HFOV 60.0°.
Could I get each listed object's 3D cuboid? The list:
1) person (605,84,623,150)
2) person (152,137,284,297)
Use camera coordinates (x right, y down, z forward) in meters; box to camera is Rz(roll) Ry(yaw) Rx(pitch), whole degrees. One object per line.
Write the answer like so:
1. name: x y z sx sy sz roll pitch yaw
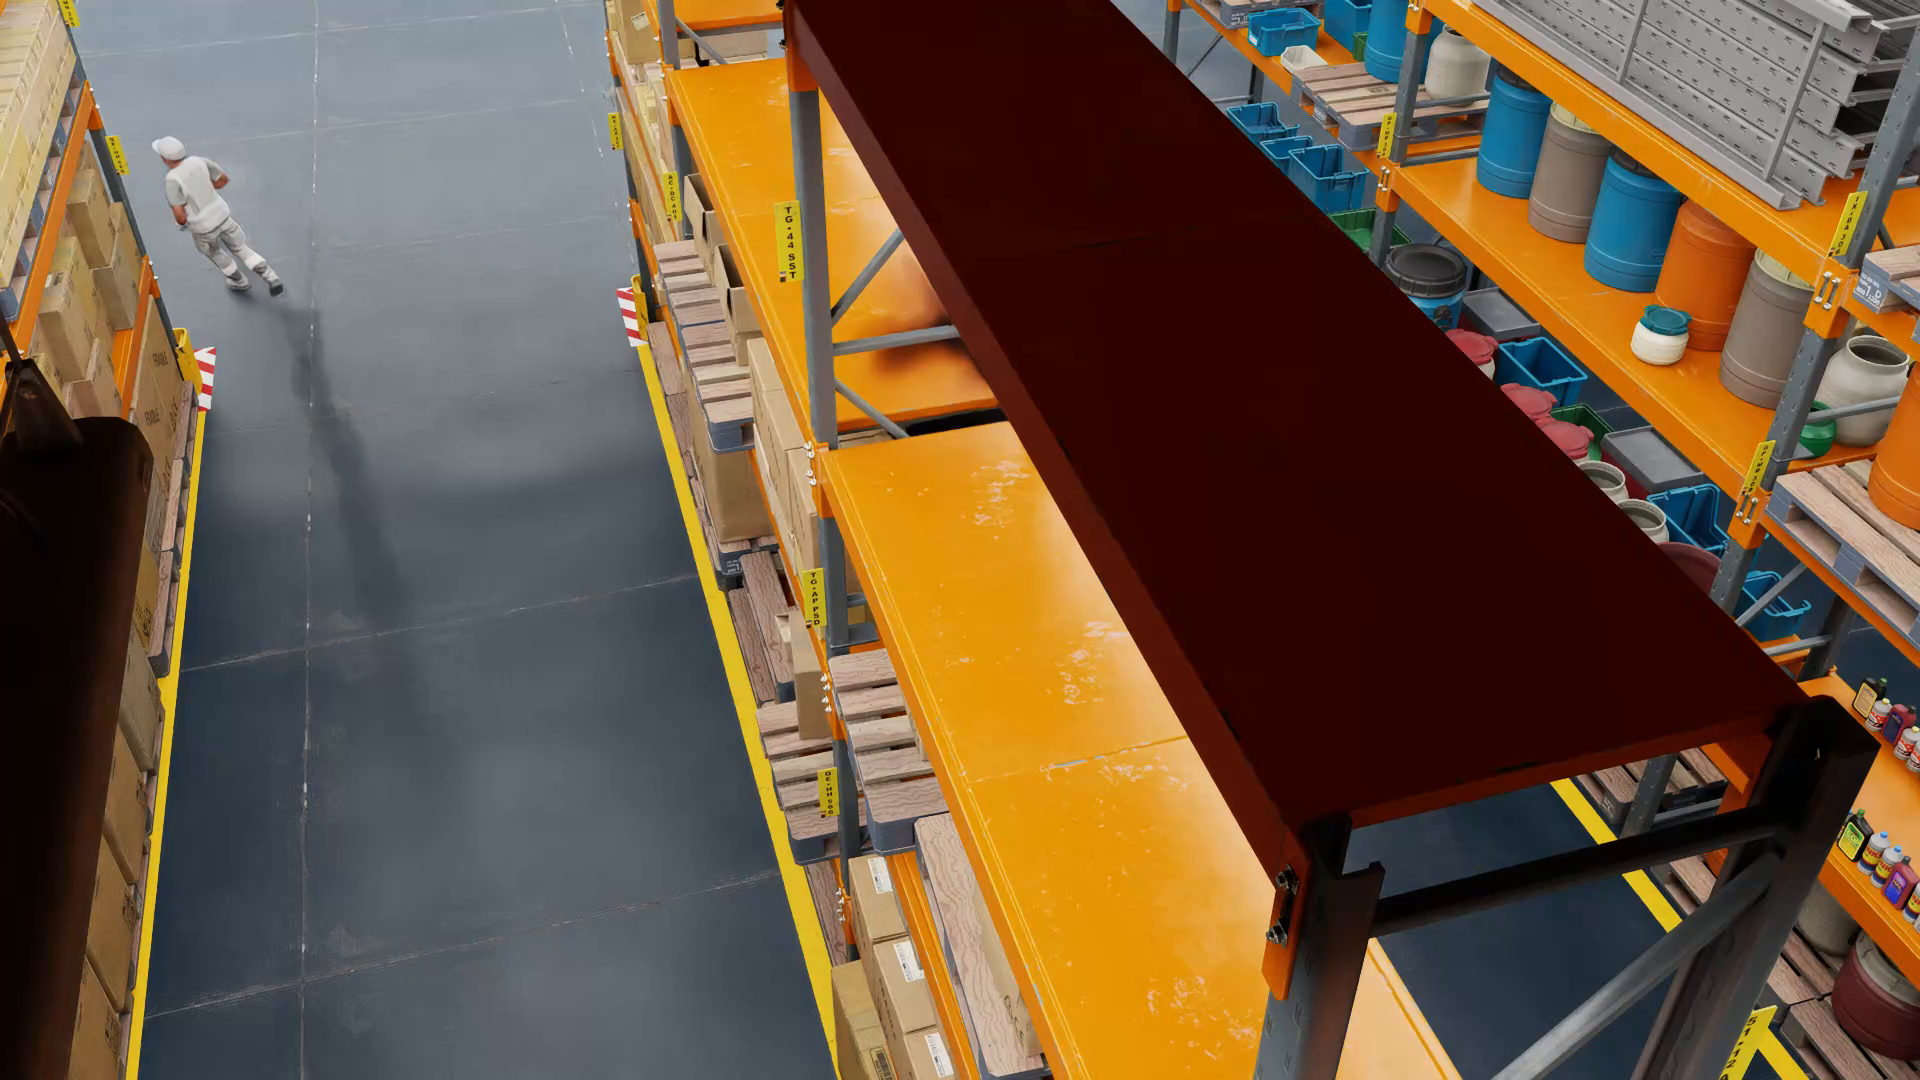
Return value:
1. person: -2.940 -3.654 16.240 1.024 1.592 0.619 19 42 22
2. person: -6.787 -2.842 15.026 0.914 1.735 0.686 23 44 27
